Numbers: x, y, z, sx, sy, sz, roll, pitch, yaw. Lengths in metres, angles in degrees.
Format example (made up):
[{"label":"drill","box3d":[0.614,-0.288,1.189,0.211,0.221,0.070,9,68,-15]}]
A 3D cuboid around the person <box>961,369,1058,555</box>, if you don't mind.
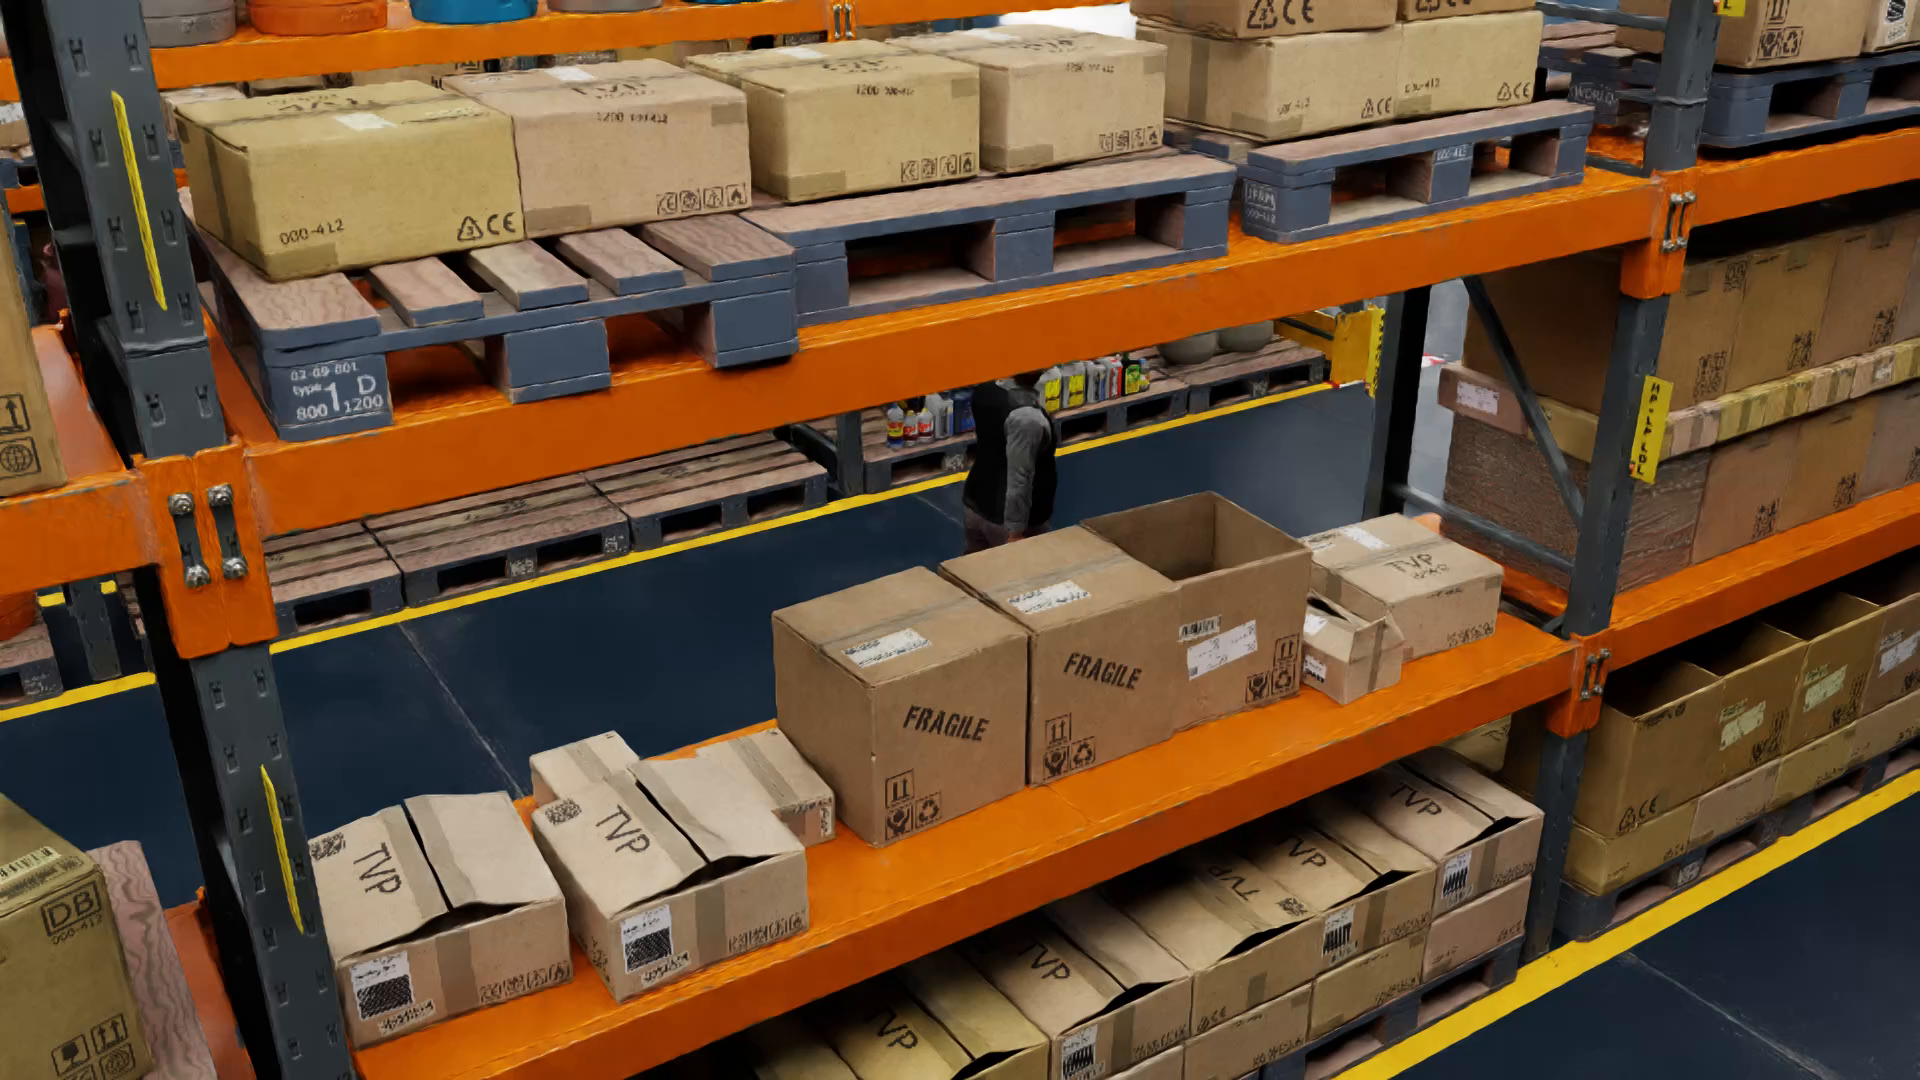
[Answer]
[{"label":"person","box3d":[0.278,-0.094,7.418,0.868,1.605,0.562,-14,28,-28]}]
